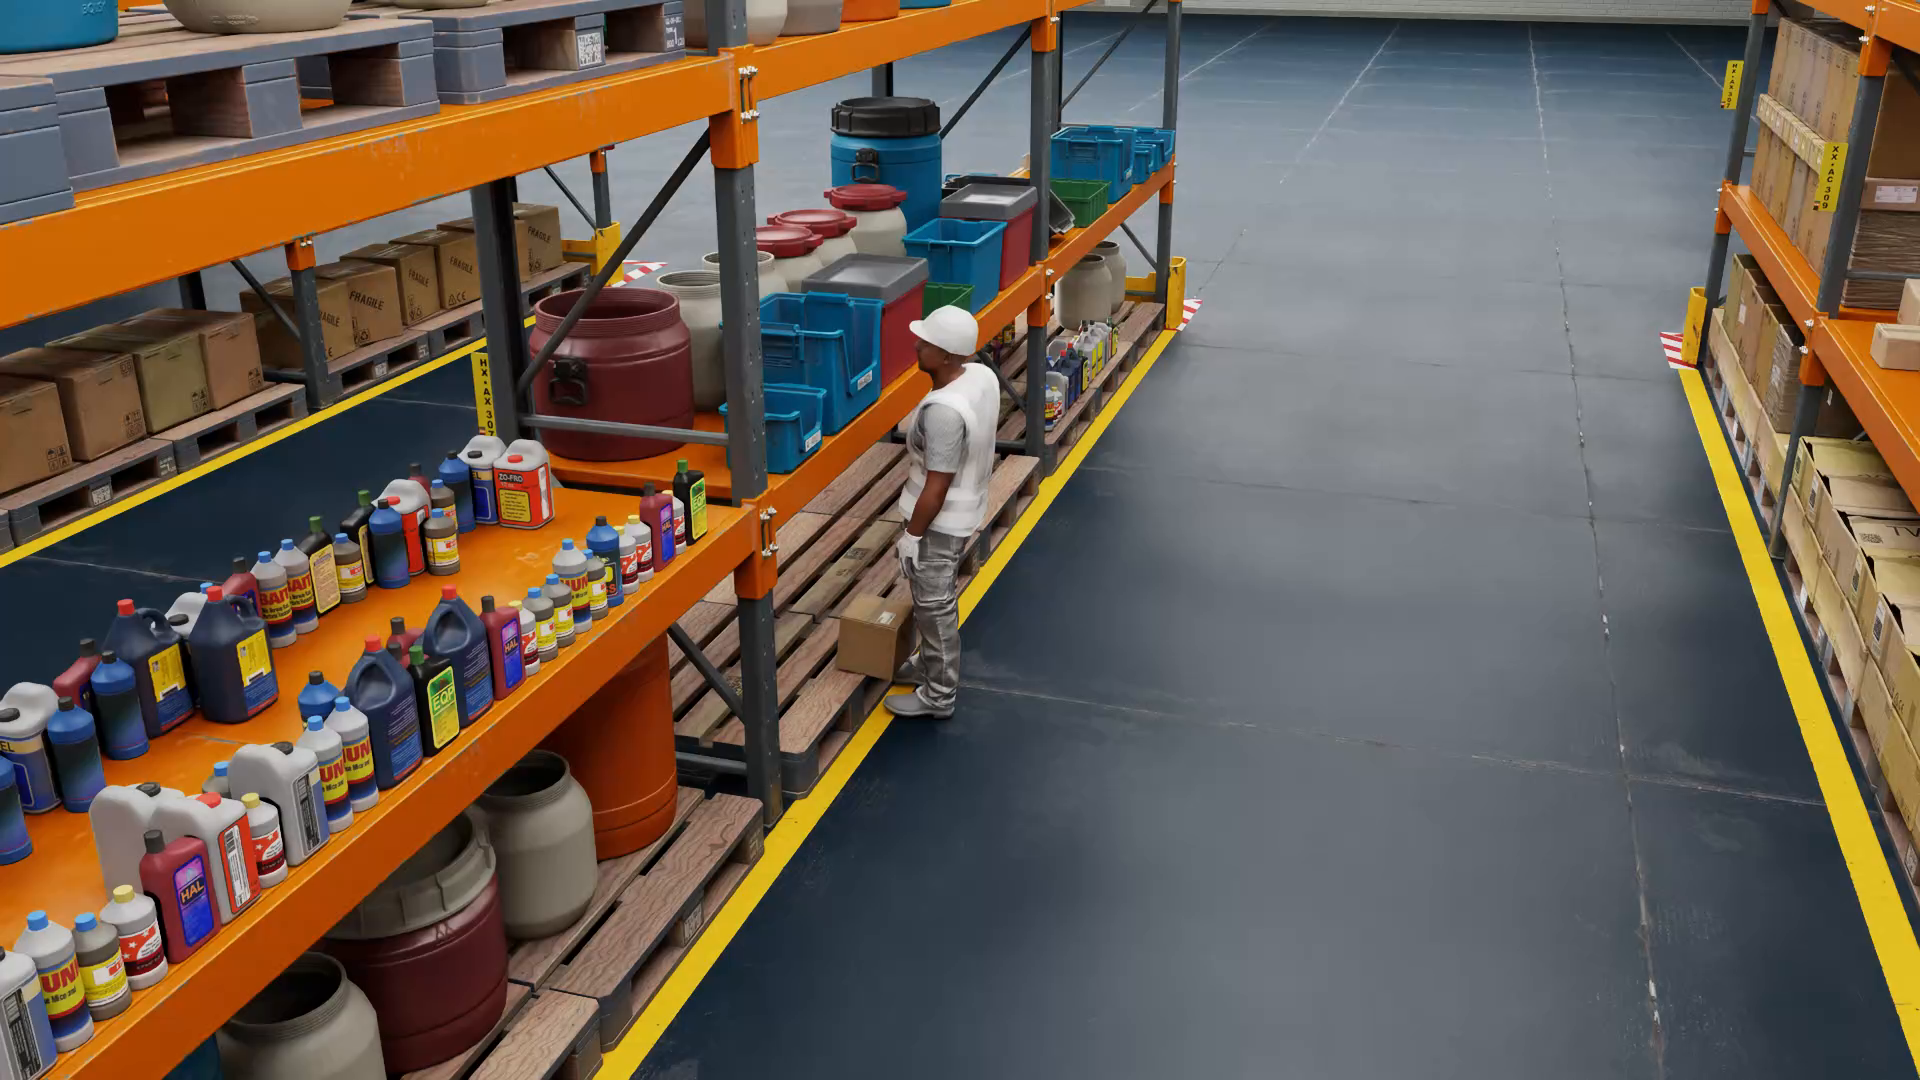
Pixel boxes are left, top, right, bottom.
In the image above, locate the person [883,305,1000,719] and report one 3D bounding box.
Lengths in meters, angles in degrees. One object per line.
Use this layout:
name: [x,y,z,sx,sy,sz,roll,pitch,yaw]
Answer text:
person: [-0.147,-0.104,6.796,0.577,1.782,0.656,6,23,15]
